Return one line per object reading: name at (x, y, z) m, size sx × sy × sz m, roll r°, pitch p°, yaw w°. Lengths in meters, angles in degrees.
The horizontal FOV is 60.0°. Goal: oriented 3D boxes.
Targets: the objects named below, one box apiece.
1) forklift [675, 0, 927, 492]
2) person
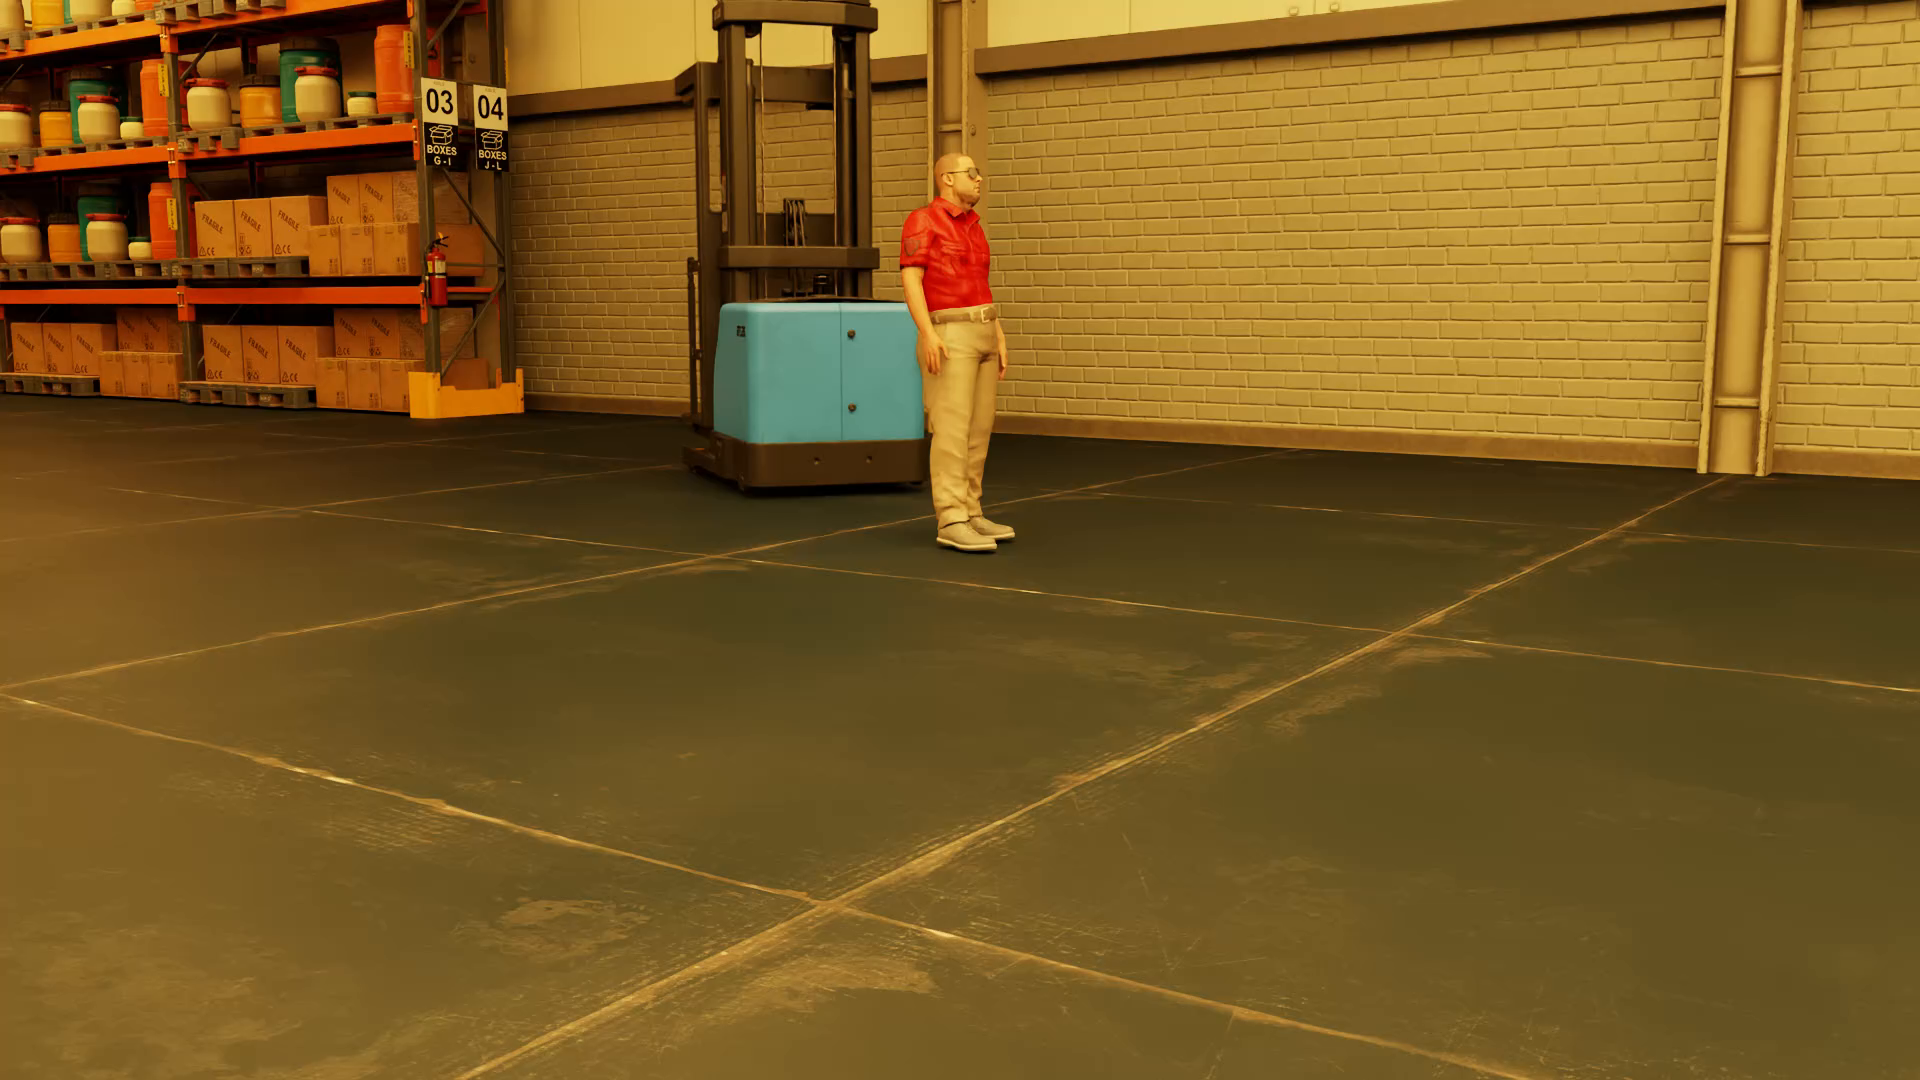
forklift at (-1.159, -1.890, 10.484) m, size 1.130 × 2.935 × 3.031 m, roll -3°, pitch 9°, yaw -19°
person at (0.068, -0.854, 7.421) m, size 0.551 × 1.727 × 0.640 m, roll 5°, pitch 10°, yaw 34°
